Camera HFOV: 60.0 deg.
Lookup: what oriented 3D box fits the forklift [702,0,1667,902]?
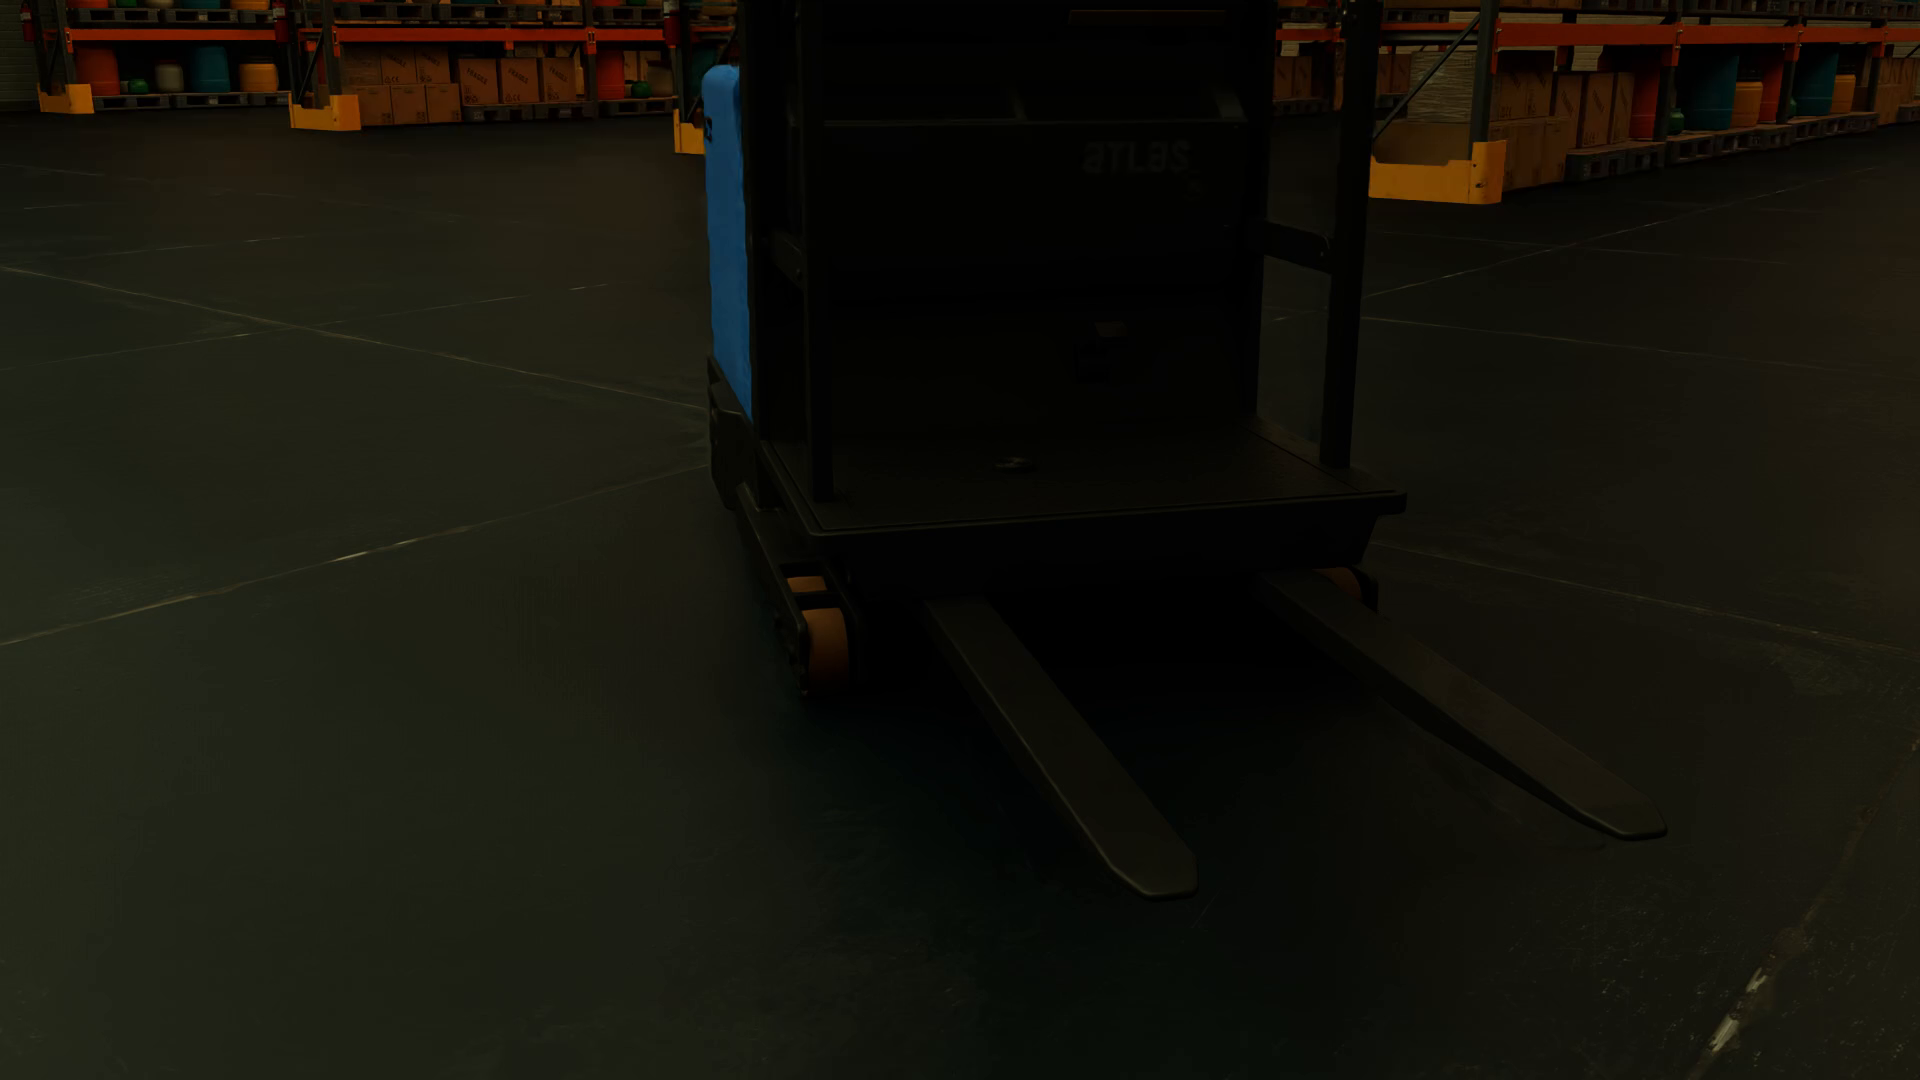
[{"bbox_3d":[0.168,-1.239,2.979,1.130,2.935,3.031,-4,17,-13],"label":"forklift"}]
